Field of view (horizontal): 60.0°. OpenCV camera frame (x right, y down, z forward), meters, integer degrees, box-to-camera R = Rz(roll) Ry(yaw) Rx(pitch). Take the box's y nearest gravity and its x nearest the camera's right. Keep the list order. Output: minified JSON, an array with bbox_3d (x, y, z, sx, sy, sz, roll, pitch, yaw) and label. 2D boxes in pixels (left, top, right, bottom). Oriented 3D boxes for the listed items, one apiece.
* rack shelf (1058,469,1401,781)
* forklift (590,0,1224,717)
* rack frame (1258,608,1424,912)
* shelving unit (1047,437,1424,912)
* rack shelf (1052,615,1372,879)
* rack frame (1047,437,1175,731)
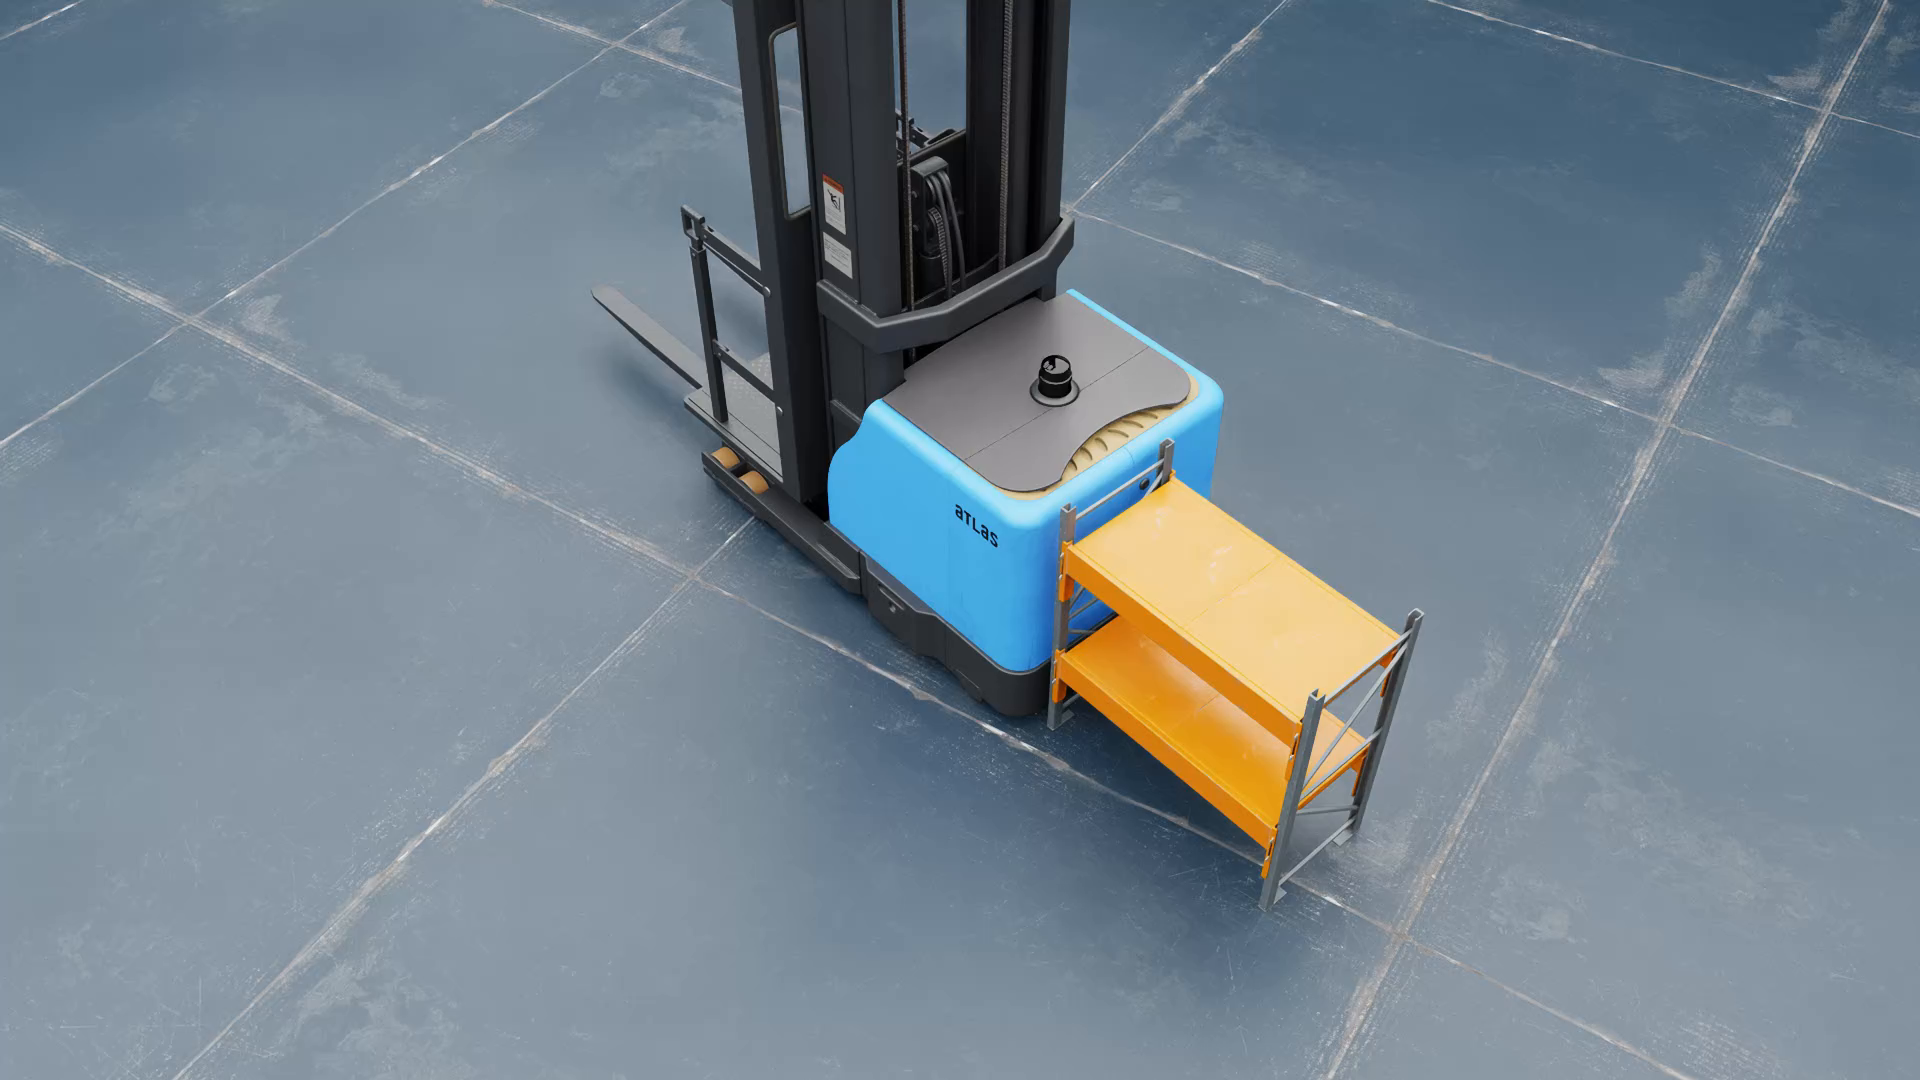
[{"bbox_3d":[0.854,0.246,5.318,0.538,0.278,1.000,-33,54,-28],"label":"rack shelf"},{"bbox_3d":[-0.421,-1.358,6.026,1.130,2.935,3.031,-33,54,-28],"label":"forklift"},{"bbox_3d":[1.192,0.722,5.264,0.500,1.125,0.032,-33,54,-28],"label":"rack frame"},{"bbox_3d":[0.854,0.450,5.528,0.538,1.125,1.048,-33,54,-28],"label":"shelving unit"},{"bbox_3d":[0.854,0.621,5.703,0.538,0.278,1.000,-33,54,-28],"label":"rack shelf"},{"bbox_3d":[0.515,0.179,5.792,0.500,1.125,0.032,-33,54,-28],"label":"rack frame"}]
